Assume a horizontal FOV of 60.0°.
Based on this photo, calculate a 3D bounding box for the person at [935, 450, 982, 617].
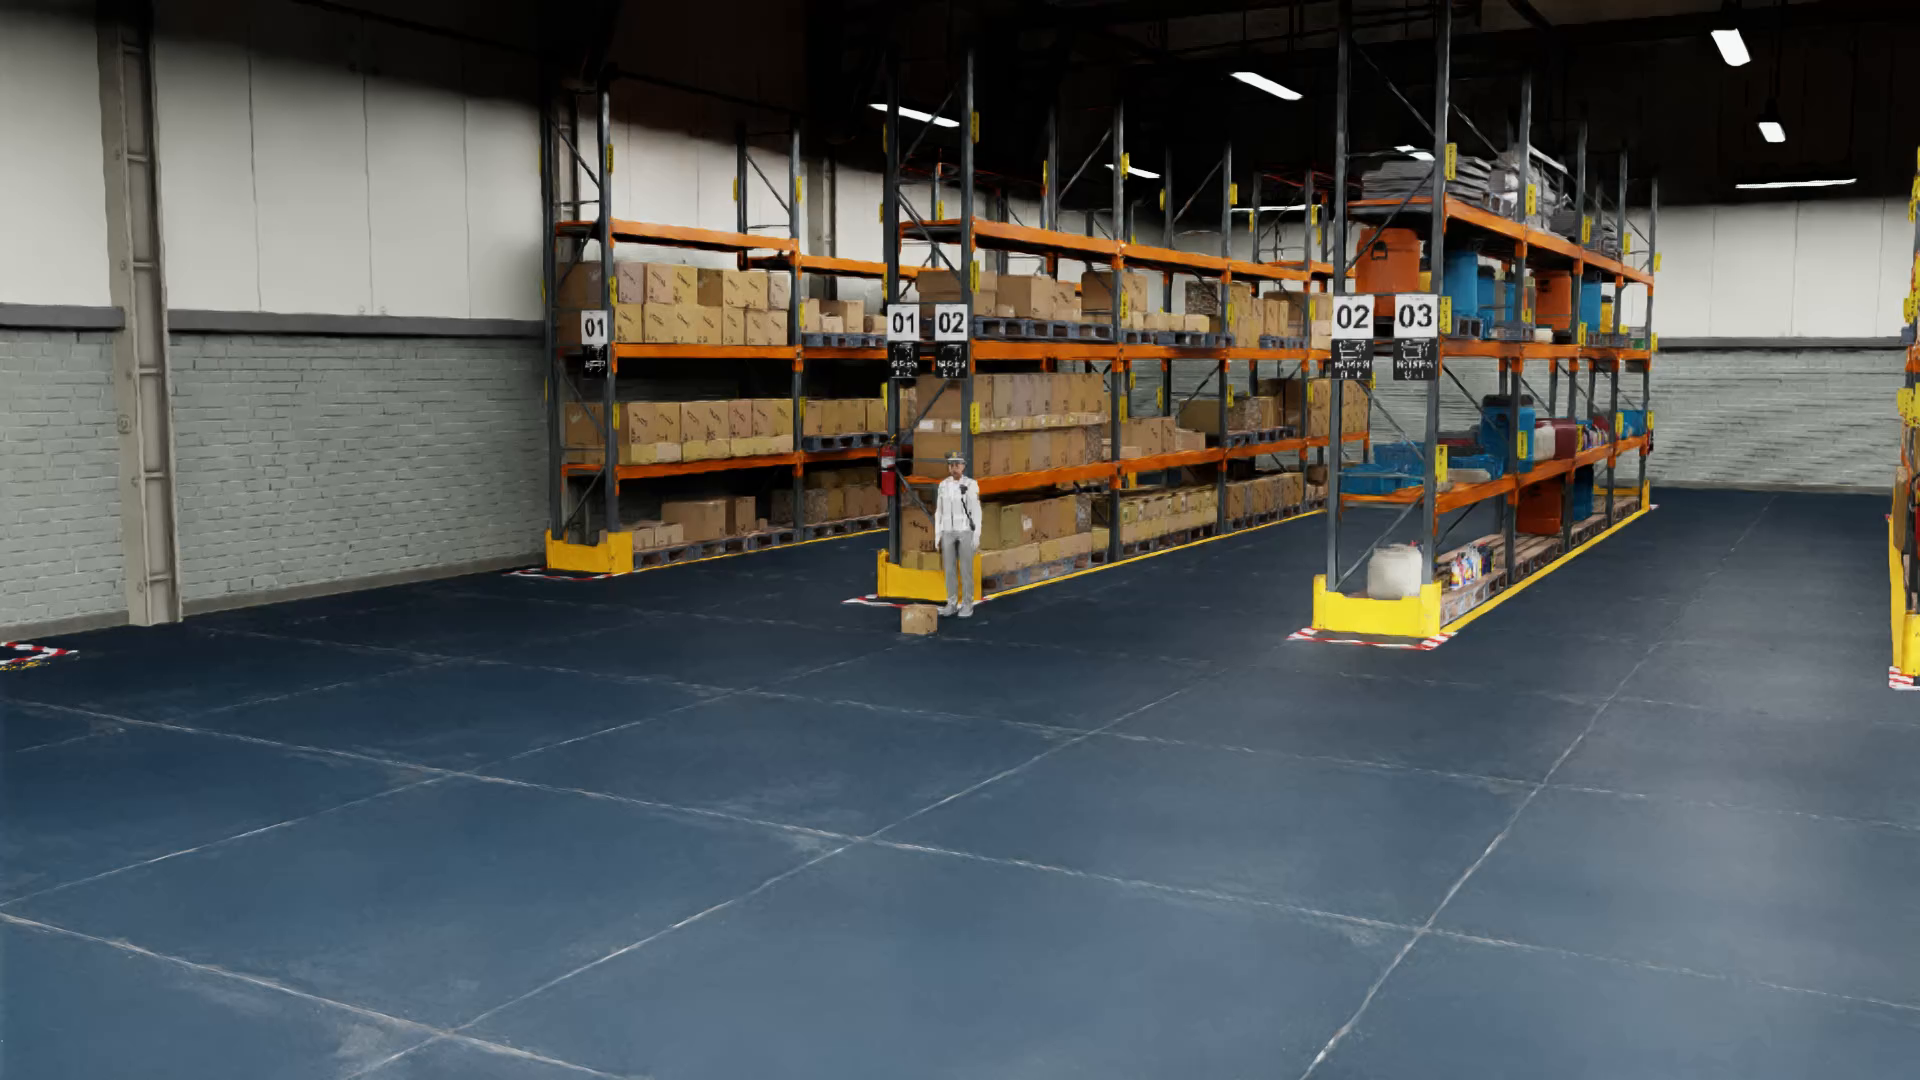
[{"bbox_3d":[-0.014,-0.067,16.757,0.494,1.684,0.386,2,7,22],"label":"person"}]
